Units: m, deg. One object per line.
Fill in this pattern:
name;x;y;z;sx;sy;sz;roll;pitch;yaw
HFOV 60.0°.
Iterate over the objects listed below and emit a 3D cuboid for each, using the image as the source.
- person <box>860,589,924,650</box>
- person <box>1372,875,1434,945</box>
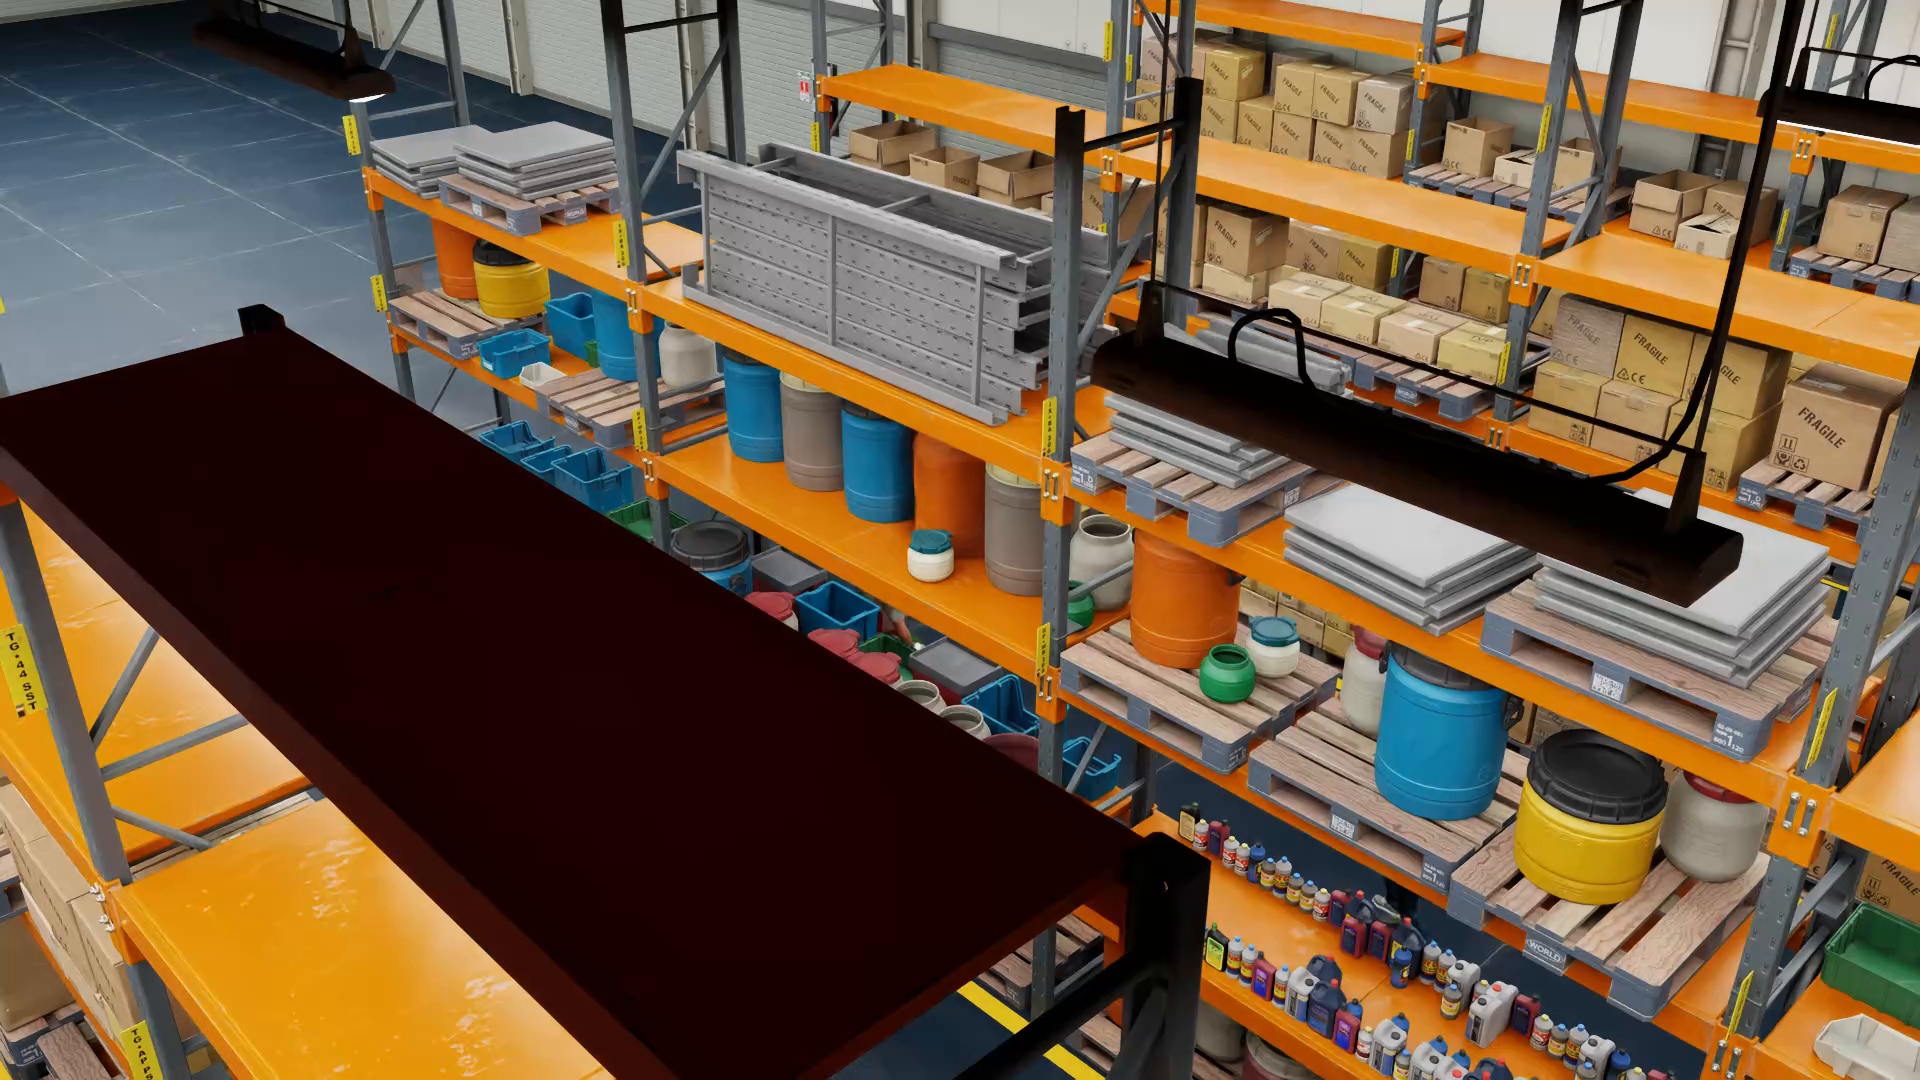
person;-0.545;0.738;13.158;0.858;1.646;0.584;-13;31;-22
person;3.037;2.170;11.094;0.559;1.547;0.814;-19;34;-32
